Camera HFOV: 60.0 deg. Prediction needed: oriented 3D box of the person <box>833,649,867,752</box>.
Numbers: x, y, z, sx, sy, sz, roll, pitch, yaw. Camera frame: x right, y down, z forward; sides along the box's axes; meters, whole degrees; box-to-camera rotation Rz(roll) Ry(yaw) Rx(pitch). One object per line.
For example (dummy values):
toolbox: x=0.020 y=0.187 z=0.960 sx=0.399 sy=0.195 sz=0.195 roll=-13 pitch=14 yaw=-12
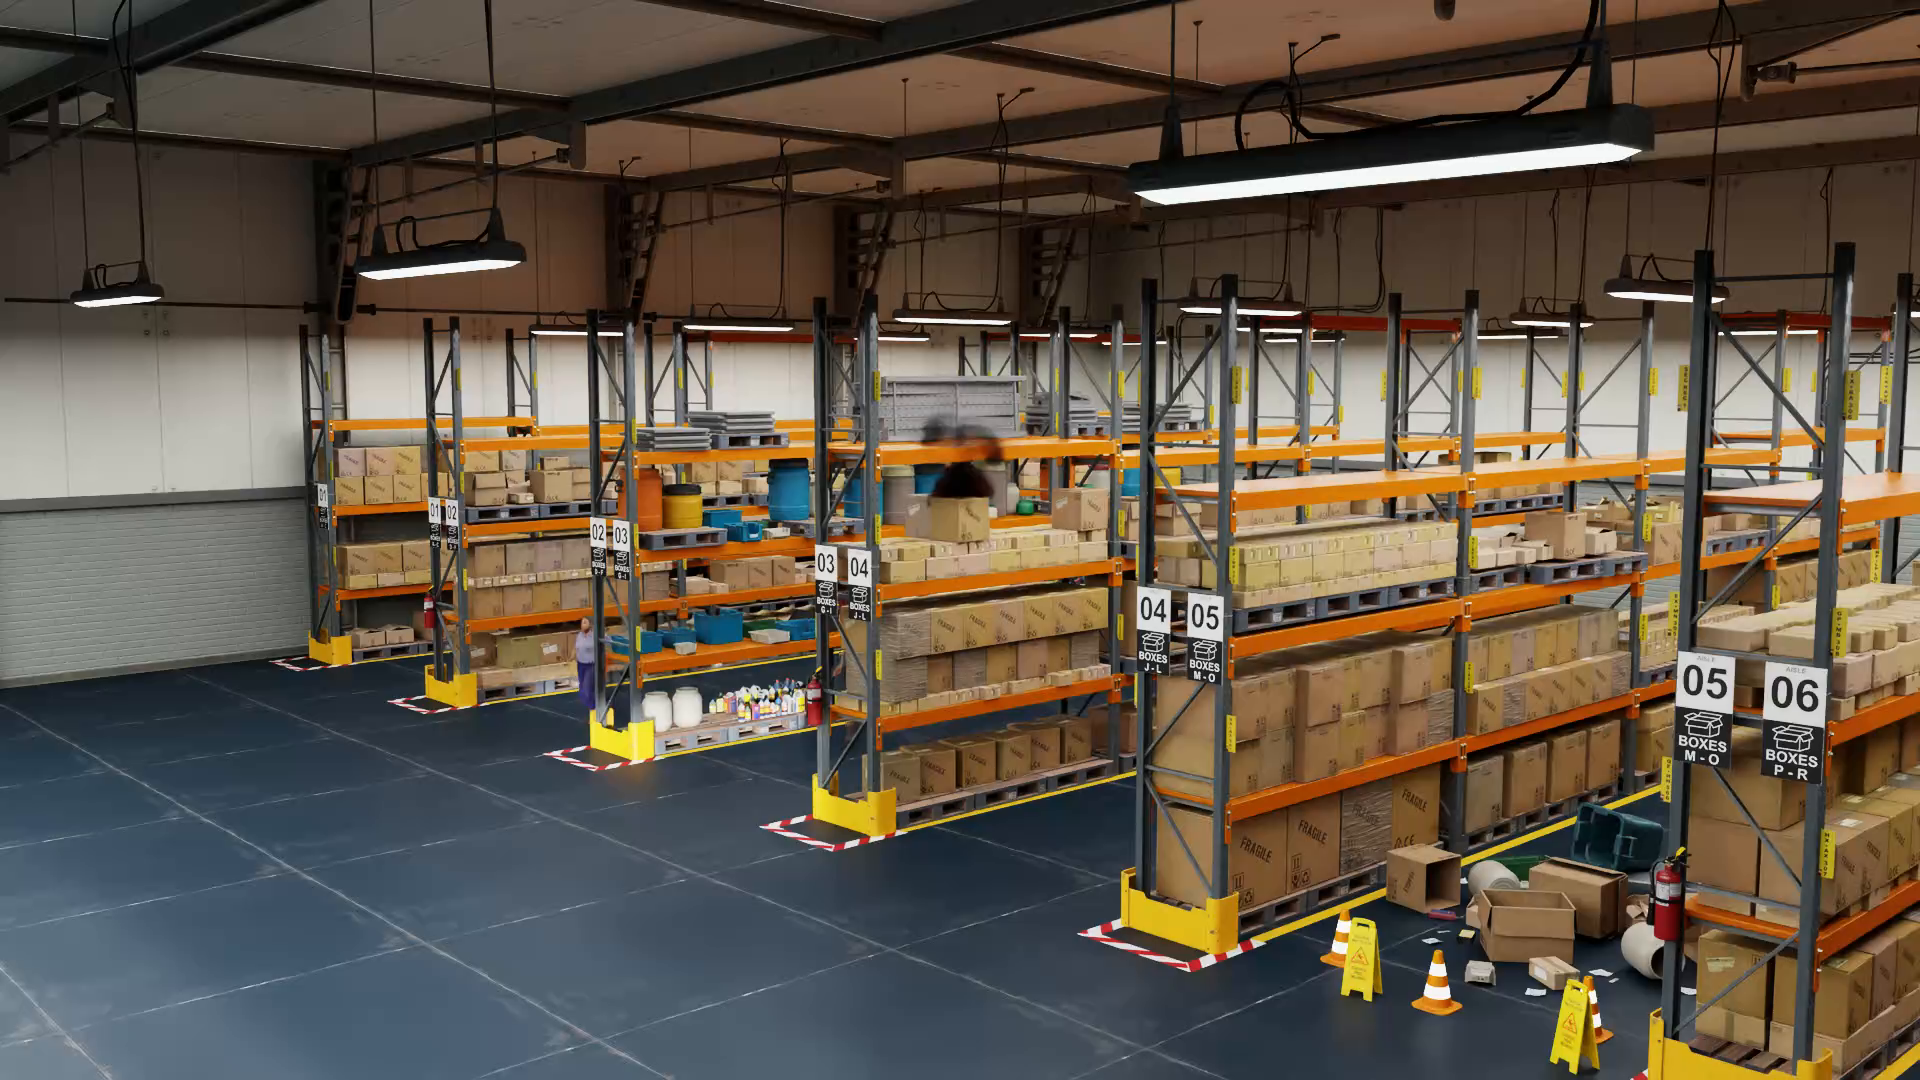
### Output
person: x=-1.331 y=1.900 z=21.934 sx=0.677 sy=1.691 sz=0.896 roll=4 pitch=7 yaw=33

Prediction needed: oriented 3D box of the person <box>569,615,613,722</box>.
person: x=-5.406 y=1.919 z=24.243 sx=0.634 sy=1.653 sz=0.646 roll=3 pitch=7 yaw=30
